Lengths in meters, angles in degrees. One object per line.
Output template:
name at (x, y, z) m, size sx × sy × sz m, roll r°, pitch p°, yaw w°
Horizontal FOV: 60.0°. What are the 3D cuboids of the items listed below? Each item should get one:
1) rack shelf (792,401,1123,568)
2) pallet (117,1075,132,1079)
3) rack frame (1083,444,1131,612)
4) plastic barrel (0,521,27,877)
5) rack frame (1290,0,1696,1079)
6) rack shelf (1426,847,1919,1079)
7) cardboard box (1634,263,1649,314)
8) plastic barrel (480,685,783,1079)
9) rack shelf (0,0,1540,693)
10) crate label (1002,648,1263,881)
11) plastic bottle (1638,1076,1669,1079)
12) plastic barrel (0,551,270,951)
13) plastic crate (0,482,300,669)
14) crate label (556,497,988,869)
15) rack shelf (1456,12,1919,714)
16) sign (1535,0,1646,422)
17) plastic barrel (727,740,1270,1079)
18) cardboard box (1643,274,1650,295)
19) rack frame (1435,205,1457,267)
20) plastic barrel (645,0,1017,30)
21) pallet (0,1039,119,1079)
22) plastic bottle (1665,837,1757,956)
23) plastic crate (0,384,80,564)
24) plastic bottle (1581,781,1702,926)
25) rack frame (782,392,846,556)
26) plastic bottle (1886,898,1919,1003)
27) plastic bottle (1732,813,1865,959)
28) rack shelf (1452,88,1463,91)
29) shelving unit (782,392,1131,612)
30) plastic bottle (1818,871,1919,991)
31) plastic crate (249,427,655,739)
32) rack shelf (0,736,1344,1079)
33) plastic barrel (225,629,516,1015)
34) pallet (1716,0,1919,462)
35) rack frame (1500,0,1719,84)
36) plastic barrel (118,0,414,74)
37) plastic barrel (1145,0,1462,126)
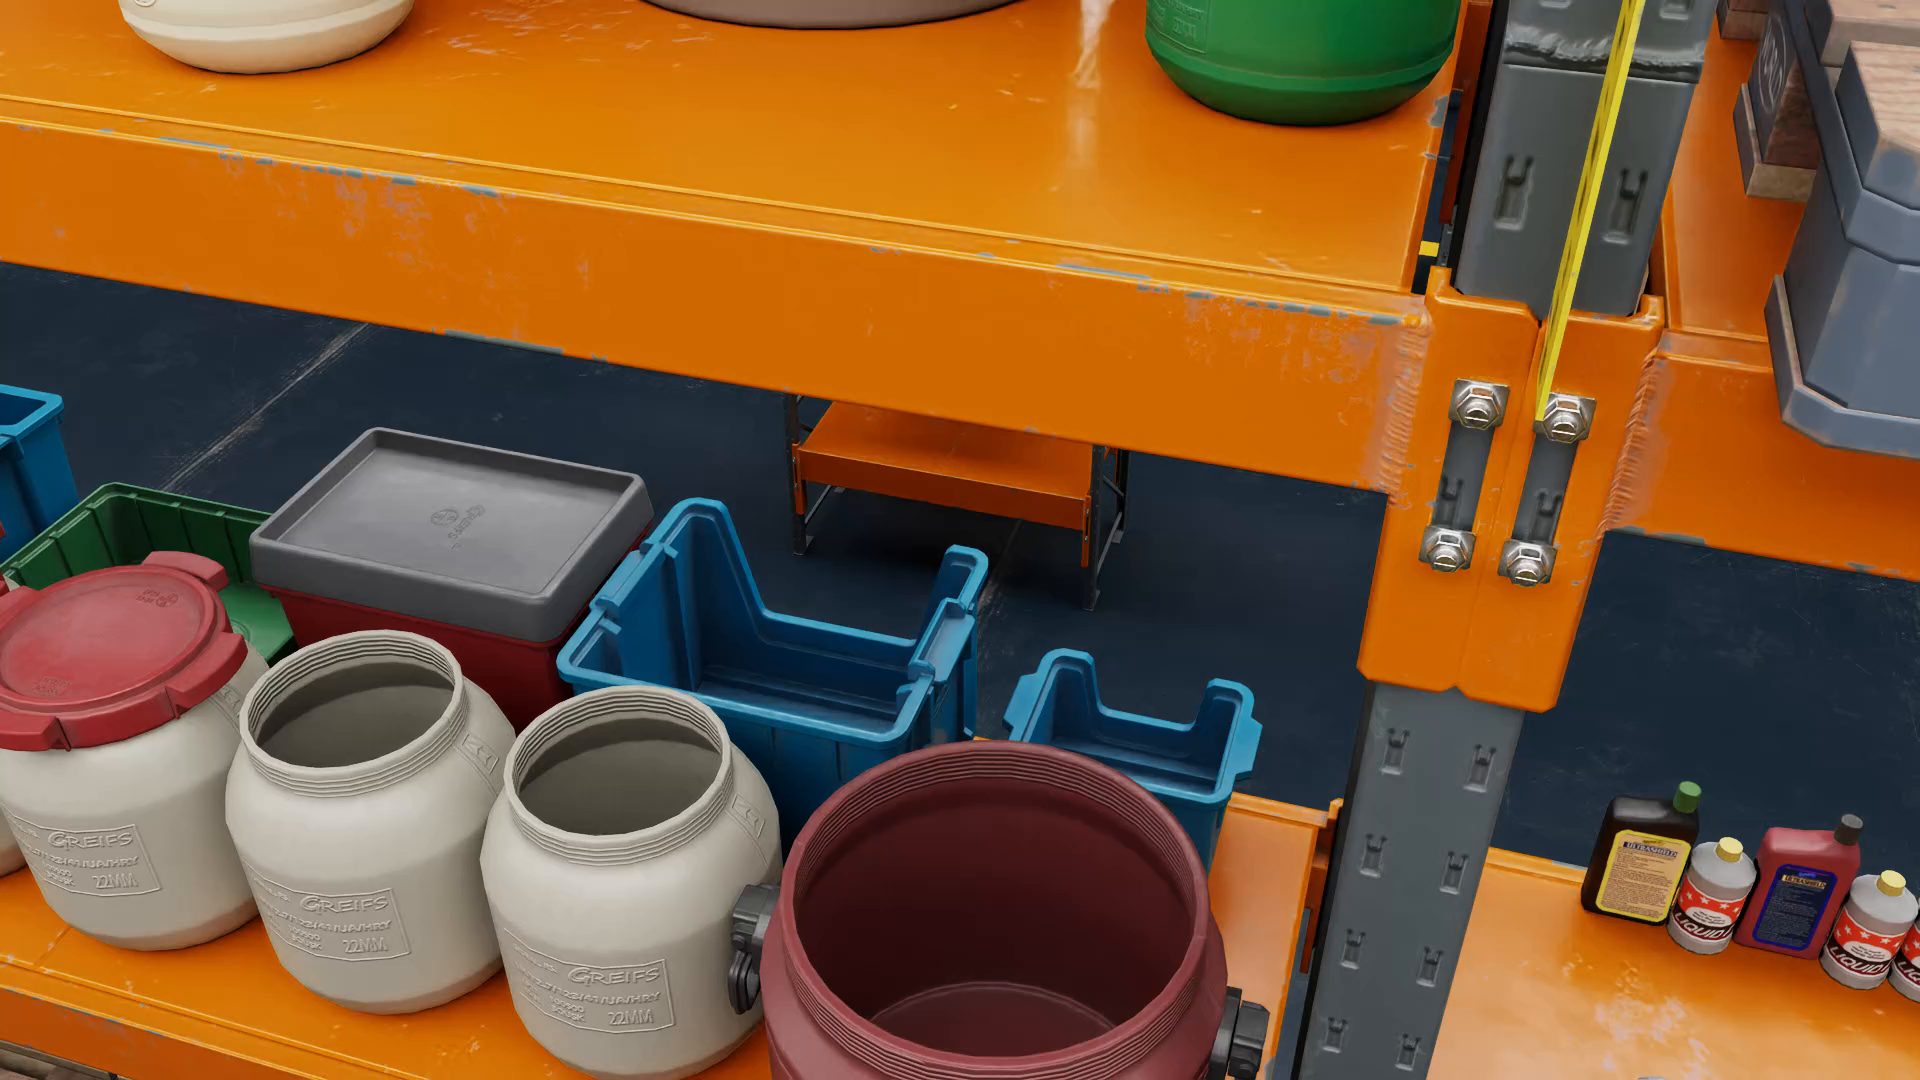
rack shelf at (0.006, -0.255, 5.560) m, size 1.000 × 0.278 × 0.538 m, roll 10°, pitch 38°, yaw 14°
pallet at (-1.312, 1.360, 3.724) m, size 1.213 × 0.211 × 1.003 m, roll 10°, pitch 38°, yaw 14°
rack frame at (0.492, -0.362, 5.293) m, size 0.032 × 1.125 × 0.500 m, roll 10°, pitch 38°, yaw 14°
plastic barrel at (-1.694, 0.274, 2.732) m, size 0.433 × 0.535 × 0.433 m, roll 0°, pitch 36°, yaw 0°
rack frame at (0.576, 0.613, 2.387) m, size 0.127 × 3.000 × 1.000 m, roll 10°, pitch 38°, yaw 14°
rack shelf at (2.485, 1.256, 2.120) m, size 4.000 × 0.370 × 1.077 m, roll 10°, pitch 38°, yaw 14°
cardboard box at (2.406, -1.117, 6.475) m, size 0.500 × 0.500 × 0.500 m, roll 12°, pitch 38°, yaw 16°
plastic barrel at (-0.469, 0.507, 2.436) m, size 0.421 × 0.512 × 0.421 m, roll 0°, pitch 36°, yaw 0°
rack shelf at (-1.333, -0.659, 2.191) m, size 4.000 × 0.370 × 1.077 m, roll 10°, pitch 38°, yaw 14°
crate label at (0.286, 0.394, 2.826) m, size 0.416 × 0.233 × 0.303 m, roll 10°, pitch 38°, yaw 14°
plastic bottle at (0.938, 0.836, 2.188) m, size 0.135 × 0.276 × 0.152 m, roll 10°, pitch 38°, yaw 14°
plastic barrel at (-1.281, 0.351, 2.629) m, size 0.433 × 0.535 × 0.433 m, roll 0°, pitch 36°, yaw 0°
plastic crate at (-1.495, 0.139, 3.209) m, size 0.662 × 0.188 × 0.450 m, roll 10°, pitch 38°, yaw 14°
crate label at (-0.291, 0.270, 2.823) m, size 0.616 × 0.435 × 0.502 m, roll 10°, pitch 38°, yaw 14°
rack shelf at (2.485, 0.048, 1.230) m, size 4.000 × 0.370 × 1.077 m, roll 10°, pitch 38°, yaw 14°
sign at (0.419, -0.240, 1.104) m, size 0.005 × 0.325 × 0.100 m, roll 10°, pitch 38°, yaw 14°
plastic barrel at (0.043, 0.648, 2.225) m, size 0.708 × 0.536 × 0.600 m, roll 10°, pitch 38°, yaw 14°
cardboard box at (2.907, -1.028, 6.354) m, size 0.500 × 0.500 × 0.500 m, roll 9°, pitch 37°, yaw 12°
rack frame at (2.057, -2.189, 6.194) m, size 0.127 × 3.000 × 1.000 m, roll 10°, pitch 38°, yaw 14°
plastic barrel at (-0.143, -1.065, 1.713) m, size 0.600 × 0.901 × 0.600 m, roll 0°, pitch 36°, yaw 0°
pallet at (-2.481, 1.146, 4.015) m, size 1.213 × 0.211 × 1.003 m, roll 10°, pitch 38°, yaw 14°
plastic bottle at (1.194, 0.554, 2.635) m, size 0.097 × 0.201 × 0.097 m, roll 0°, pitch 36°, yaw 0°
plastic crate at (-2.096, -0.069, 3.326) m, size 0.575 × 0.384 × 0.392 m, roll 10°, pitch 38°, yaw 14°
plastic bottle at (1.090, 0.490, 2.652) m, size 0.133 × 0.283 × 0.061 m, roll 10°, pitch 38°, yaw 14°
rack frame at (-0.479, -0.542, 5.537) m, size 0.032 × 1.125 × 0.500 m, roll 10°, pitch 38°, yaw 14°
plastic bottle at (1.507, 0.612, 2.556) m, size 0.097 × 0.201 × 0.097 m, roll 0°, pitch 36°, yaw 0°
plastic bottle at (1.310, 0.531, 2.597) m, size 0.133 × 0.283 × 0.061 m, roll 10°, pitch 38°, yaw 14°
rack shelf at (0.148, -2.253, 6.887) m, size 4.000 × 0.370 × 1.077 m, roll 10°, pitch 38°, yaw 14°
shelving unit at (0.006, -0.452, 5.415) m, size 1.048 × 1.125 × 0.538 m, roll 10°, pitch 38°, yaw 14°
plastic bottle at (1.415, 0.595, 2.579) m, size 0.097 × 0.201 × 0.097 m, roll 0°, pitch 36°, yaw 0°
plastic crate at (-0.875, 0.128, 2.991) m, size 0.583 × 0.464 × 0.402 m, roll 10°, pitch 38°, yaw 14°
rack shelf at (-1.333, 0.549, 3.080) m, size 4.000 × 0.370 × 1.077 m, roll 10°, pitch 38°, yaw 14°
plastic barrel at (-0.871, 0.433, 2.538) m, size 0.421 × 0.512 × 0.421 m, roll 0°, pitch 36°, yaw 0°
pallet at (1.277, -0.328, 1.295) m, size 1.213 × 0.211 × 1.003 m, roll 10°, pitch 38°, yaw 14°
rack frame at (0.576, -1.803, 0.608) m, size 0.127 × 3.000 × 1.000 m, roll 10°, pitch 38°, yaw 14°
plastic barrel at (-0.707, -0.632, 1.664) m, size 0.301 × 0.262 × 0.301 m, roll 0°, pitch 36°, yaw 0°
plastic barrel at (0.325, -0.547, 1.564) m, size 0.294 × 0.245 × 0.294 m, roll 0°, pitch 36°, yaw 0°
